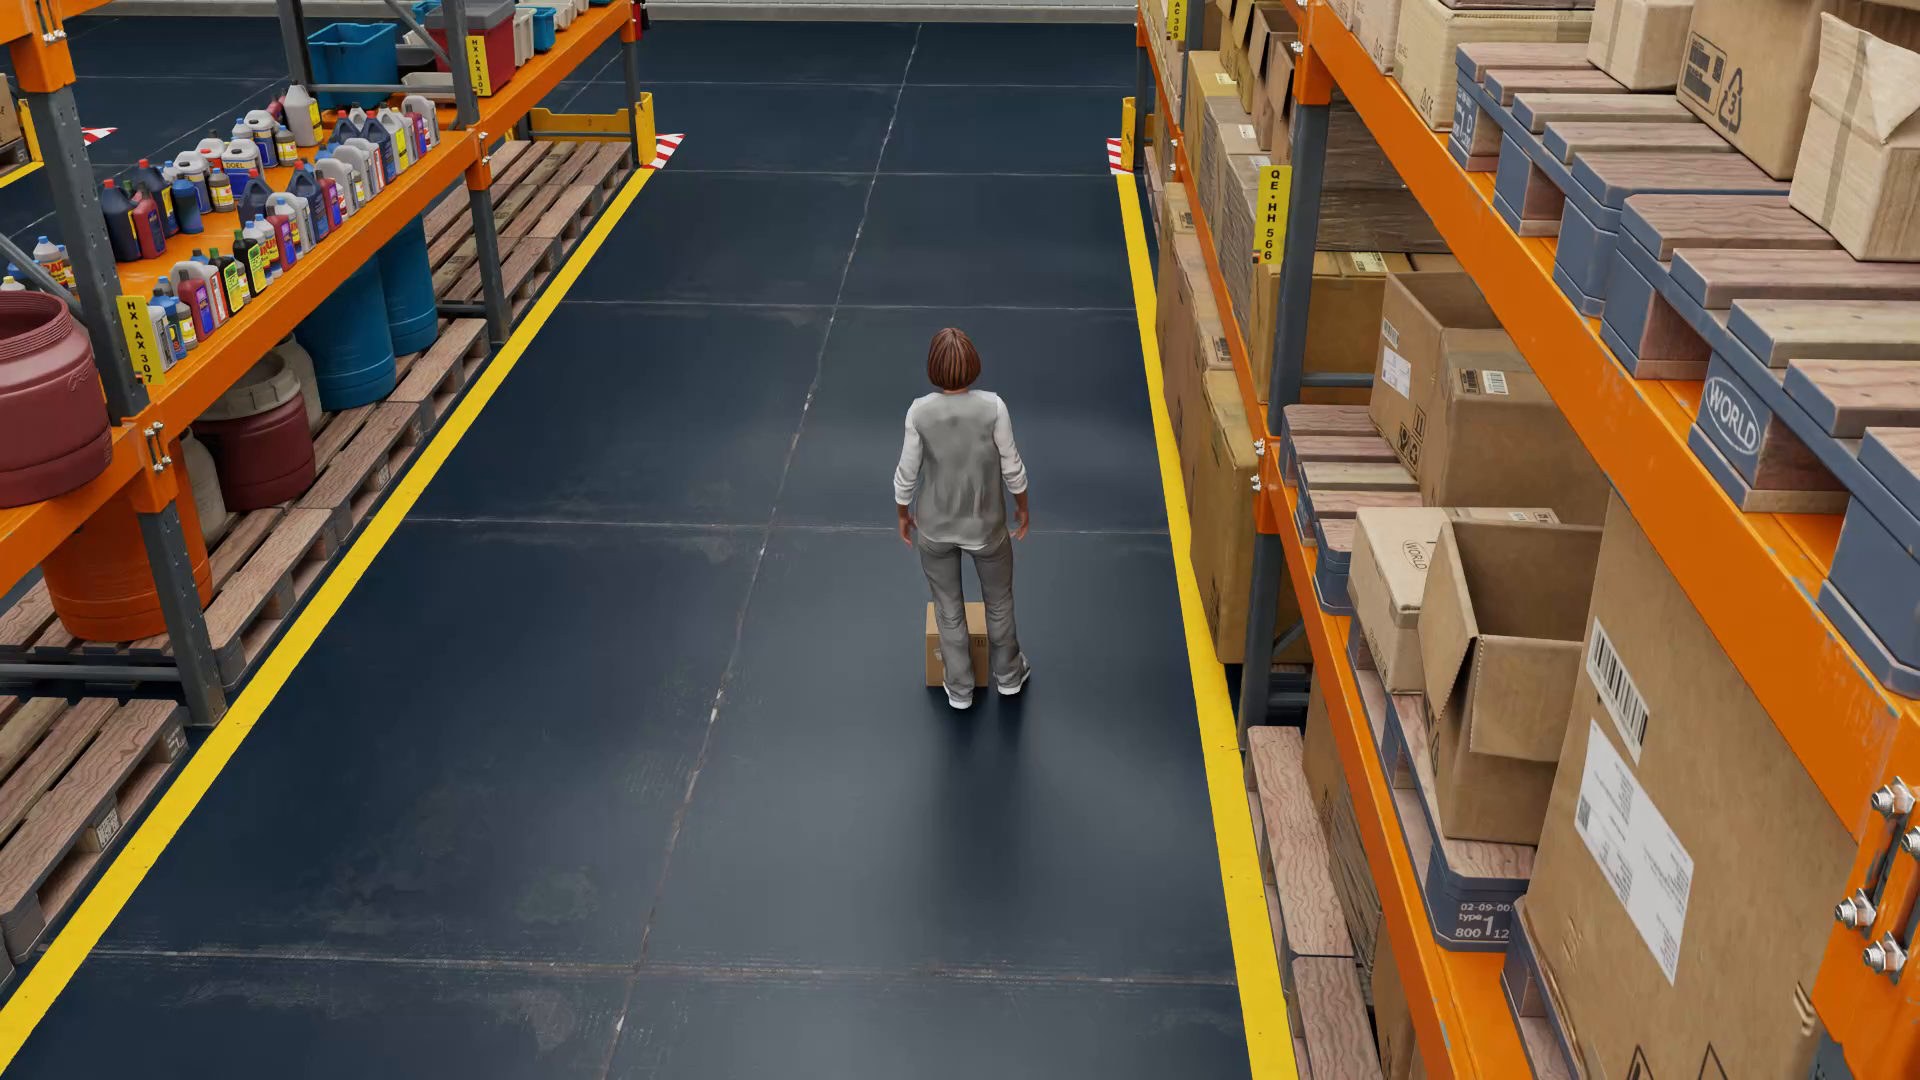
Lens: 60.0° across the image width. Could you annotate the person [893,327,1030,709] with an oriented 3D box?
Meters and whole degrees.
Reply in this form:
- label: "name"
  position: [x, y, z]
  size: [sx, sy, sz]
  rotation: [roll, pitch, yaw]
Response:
- label: "person"
  position: [0.020, -0.086, 6.274]
  size: [0.520, 1.596, 0.475]
  rotation: [1, 28, 2]
